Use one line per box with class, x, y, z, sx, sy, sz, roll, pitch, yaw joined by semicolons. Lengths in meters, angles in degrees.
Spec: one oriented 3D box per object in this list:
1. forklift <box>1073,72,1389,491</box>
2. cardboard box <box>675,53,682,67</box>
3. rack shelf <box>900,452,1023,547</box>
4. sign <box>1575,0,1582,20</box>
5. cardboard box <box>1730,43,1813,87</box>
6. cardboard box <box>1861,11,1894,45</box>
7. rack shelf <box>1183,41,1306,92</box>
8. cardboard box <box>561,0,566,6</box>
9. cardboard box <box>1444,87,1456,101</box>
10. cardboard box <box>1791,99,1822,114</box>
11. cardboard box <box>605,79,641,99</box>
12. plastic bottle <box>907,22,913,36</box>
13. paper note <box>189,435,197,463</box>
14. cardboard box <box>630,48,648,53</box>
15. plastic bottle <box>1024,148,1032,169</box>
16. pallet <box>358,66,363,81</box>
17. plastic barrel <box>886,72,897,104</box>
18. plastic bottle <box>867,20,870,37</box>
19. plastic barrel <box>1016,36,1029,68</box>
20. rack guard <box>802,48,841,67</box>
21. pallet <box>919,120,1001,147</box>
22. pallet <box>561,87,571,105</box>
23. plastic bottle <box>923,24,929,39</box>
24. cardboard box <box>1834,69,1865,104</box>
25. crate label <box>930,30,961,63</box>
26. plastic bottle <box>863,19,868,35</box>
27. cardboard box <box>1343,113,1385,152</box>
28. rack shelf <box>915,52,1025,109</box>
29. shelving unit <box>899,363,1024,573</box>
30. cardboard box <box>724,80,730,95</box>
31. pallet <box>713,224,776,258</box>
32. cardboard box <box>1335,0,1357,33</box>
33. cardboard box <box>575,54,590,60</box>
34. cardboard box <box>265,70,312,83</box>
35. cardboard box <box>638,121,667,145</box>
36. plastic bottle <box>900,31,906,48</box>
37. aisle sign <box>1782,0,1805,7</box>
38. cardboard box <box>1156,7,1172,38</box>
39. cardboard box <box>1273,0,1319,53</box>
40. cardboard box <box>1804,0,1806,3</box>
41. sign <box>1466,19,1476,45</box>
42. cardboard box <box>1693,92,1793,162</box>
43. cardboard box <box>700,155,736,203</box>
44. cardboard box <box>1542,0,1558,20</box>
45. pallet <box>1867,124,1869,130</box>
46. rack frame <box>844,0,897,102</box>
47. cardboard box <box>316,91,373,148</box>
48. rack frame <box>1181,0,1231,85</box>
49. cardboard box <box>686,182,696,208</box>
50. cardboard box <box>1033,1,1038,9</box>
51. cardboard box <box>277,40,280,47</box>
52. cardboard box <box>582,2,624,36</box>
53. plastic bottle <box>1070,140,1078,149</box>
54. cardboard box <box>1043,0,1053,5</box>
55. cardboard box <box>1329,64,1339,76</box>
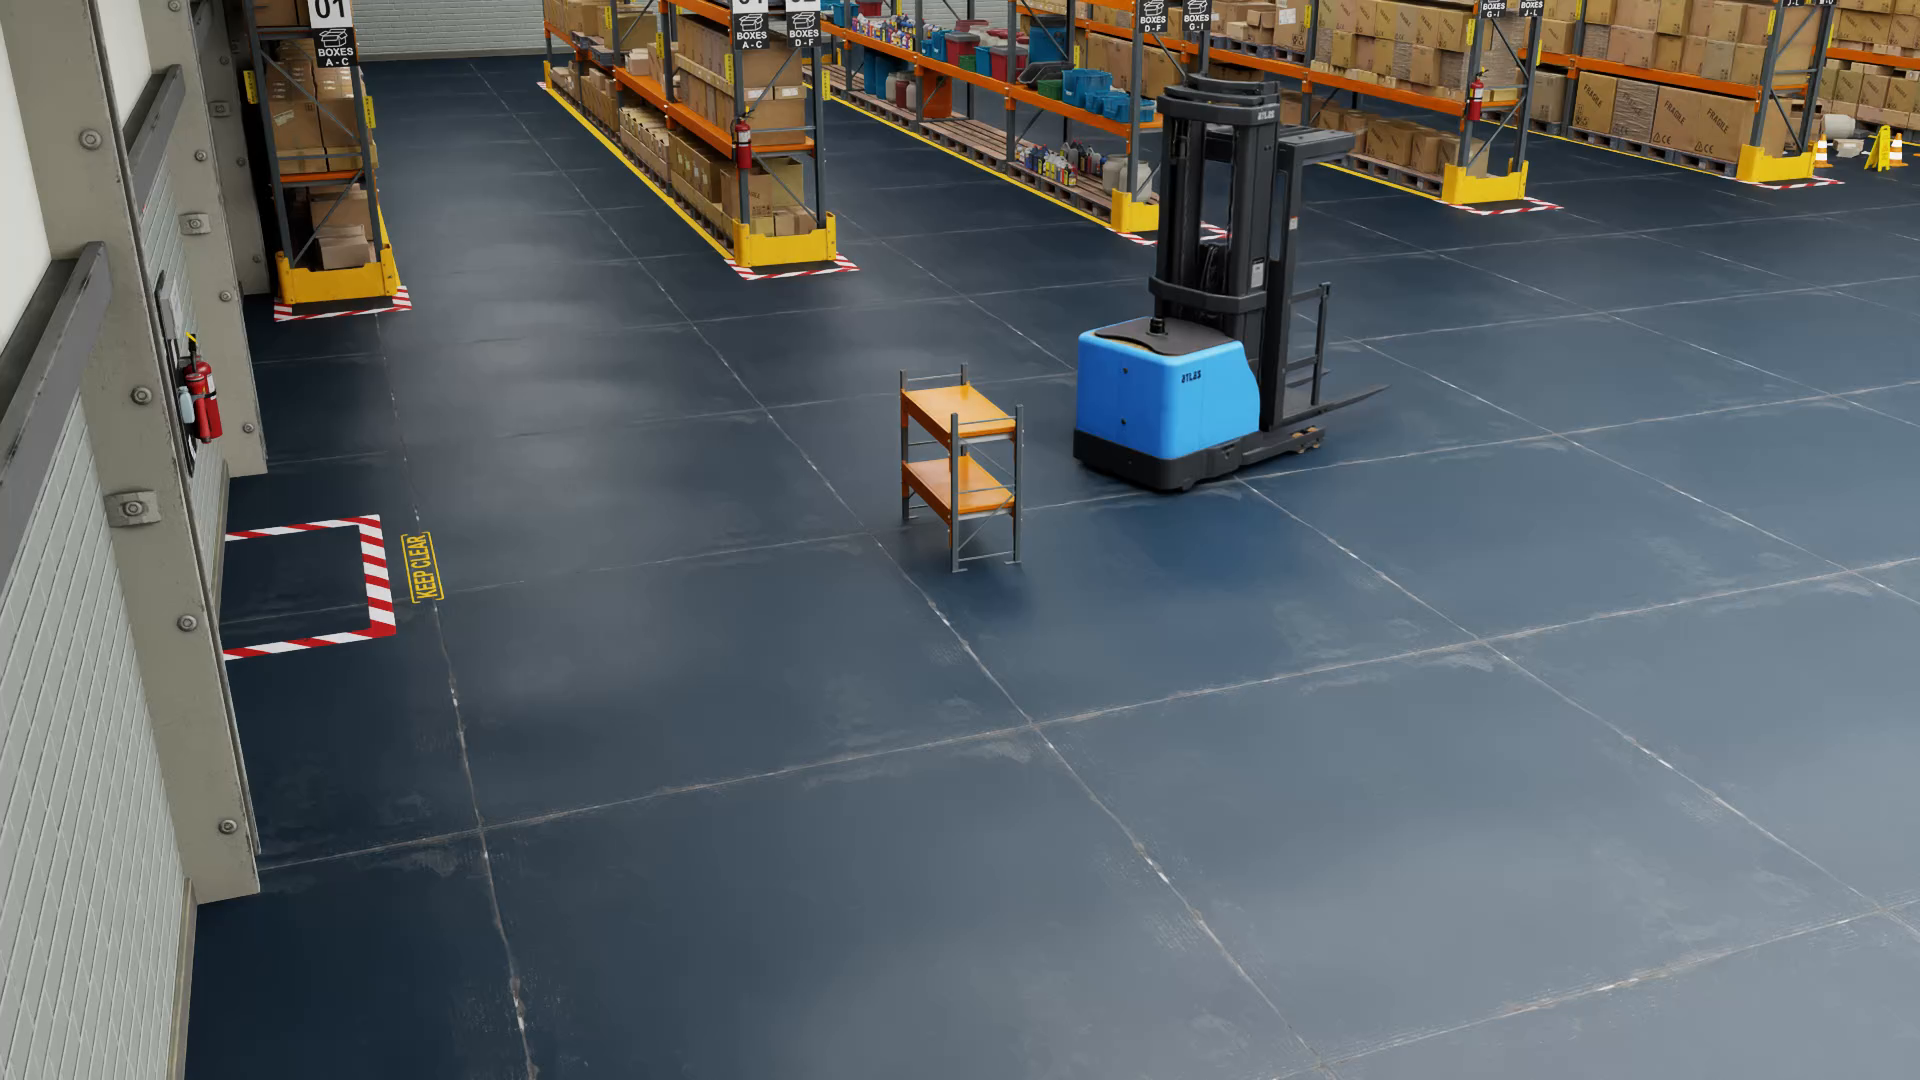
forklift;2.335;-2.184;13.159;3.031;2.935;1.130;-19;29;-37
cardboard box;-3.556;-6.355;22.003;0.380;0.149;0.250;-8;24;-19
rack shelf;-0.002;-0.295;11.632;0.538;0.278;1.000;-8;24;-19
sign;9.971;-8.555;26.797;0.100;0.325;0.005;-8;24;-19
cardboard box;11.715;-6.881;24.020;0.875;0.550;0.550;-8;24;-19
cardboard box;15.329;-8.474;27.481;0.500;0.500;0.500;-9;24;-19
rack shelf;5.093;-7.888;27.528;1.077;0.370;4.000;-8;24;-19
cardboard box;-6.900;-9.882;29.918;0.500;0.500;0.500;-9;24;-20
cardboard box;6.831;-6.089;22.659;0.380;0.149;0.250;-8;24;-19
cardboard box;14.176;-7.125;28.009;0.500;0.500;0.500;8;24;18
cardboard box;-5.456;-7.312;26.923;0.500;0.250;0.500;-7;24;-17
plastic bottle;-0.892;-9.088;29.617;0.097;0.271;0.097;0;23;0
paper note;-4.791;-0.573;10.381;0.016;0.148;0.142;-8;24;-19
cardboard box;-4.795;-7.409;25.581;0.500;0.311;0.500;-7;24;-16
plastic bottle;1.008;-5.471;23.808;0.152;0.276;0.135;-7;24;-17
pallet;-9.164;-6.574;23.733;1.213;0.211;1.003;-8;24;-19
plastic barrel;-1.118;-8.092;29.750;0.421;0.512;0.421;0;23;0
plastic bottle;-1.616;-9.151;29.751;0.061;0.283;0.133;-8;24;-19
plastic barrel;1.033;-7.253;24.922;0.433;0.535;0.433;0;23;0
rack guard;-3.094;-10.028;34.899;1.175;0.500;0.348;-8;24;-19
pallet;-0.010;-6.695;27.362;1.003;0.211;1.213;-8;24;-19
pallet;-6.972;-8.450;31.527;1.003;0.211;1.213;-8;24;-19
plastic bottle;-0.588;-8.915;29.198;0.152;0.276;0.135;-8;24;-19
cardboard box;15.226;-7.680;28.143;0.500;0.500;0.500;-7;24;-17
crate label;-0.149;-7.884;26.549;0.502;0.435;0.616;-8;24;-19
plastic bottle;-1.709;-9.261;30.026;0.097;0.271;0.097;0;23;0
cardboard box;6.113;-6.176;25.219;0.500;0.500;0.500;-1;23;-2
rack shelf;0.459;-7.208;25.916;1.077;0.370;4.000;-8;24;-19
shelving unit;-0.002;-0.521;11.537;0.538;1.125;1.048;-8;24;-19
cardboard box;-2.554;-5.327;19.562;0.380;0.149;0.250;-9;24;-20
pallet;-2.366;-3.668;20.182;1.003;0.211;1.213;-8;24;-19
cardboard box;5.899;-7.756;24.492;0.500;0.500;0.500;-8;24;-19
cardboard box;-7.286;-9.382;32.799;0.500;0.500;0.500;-8;24;-19
cardboard box;-7.782;-5.170;19.355;0.500;0.500;0.500;-8;24;-18
cardboard box;-4.419;-5.980;24.354;0.500;0.311;0.500;-9;24;-20
plastic bottle;-0.963;-8.494;28.207;0.097;0.271;0.097;0;23;0
aisle sign;11.633;-7.814;23.080;0.394;0.787;0.004;-8;24;-19
cardboard box;3.810;-9.319;29.870;0.500;0.500;0.500;-9;24;-19
cardboard box;5.650;-8.270;26.197;1.000;1.000;1.000;-8;24;-19
cardboard box;14.693;-9.365;29.055;0.500;0.500;0.500;-9;24;-20
sign;6.686;-6.649;21.766;0.100;0.325;0.005;-8;24;-19
cardboard box;11.587;-6.135;24.638;0.875;0.875;0.875;-8;24;-19
cardboard box;-2.891;-4.469;20.524;0.500;0.500;0.500;-8;24;-19
cardboard box;10.111;-9.009;27.847;0.700;0.500;0.500;-9;24;-20
pallet;15.341;-7.328;28.865;1.003;0.211;1.213;-8;24;-19
rack frame;-1.660;-9.720;30.949;1.000;3.000;0.127;-8;24;-19
cardboard box;-6.577;-4.501;17.768;0.500;0.500;0.500;-8;24;-19
rack frame;4.386;-8.946;29.113;1.000;3.000;0.127;-8;24;-19
cardboard box;-3.246;-4.486;21.531;0.500;0.250;0.500;-8;24;-19
cardboard box;1.742;-11.190;34.759;0.380;0.149;0.250;-9;24;-20
cardboard box;-9.340;-6.986;23.769;0.700;0.500;0.500;-11;25;-25
cardboard box;-6.035;-8.837;28.185;0.700;0.500;0.500;-5;23;-11
plastic bottle;1.663;-5.600;24.020;0.144;0.351;0.185;-9;24;-20
cardboard box;2.030;-11.149;34.151;0.500;0.250;0.500;-9;24;-20
cardboard box;5.784;-7.078;25.004;0.380;0.149;0.250;-8;24;-19
